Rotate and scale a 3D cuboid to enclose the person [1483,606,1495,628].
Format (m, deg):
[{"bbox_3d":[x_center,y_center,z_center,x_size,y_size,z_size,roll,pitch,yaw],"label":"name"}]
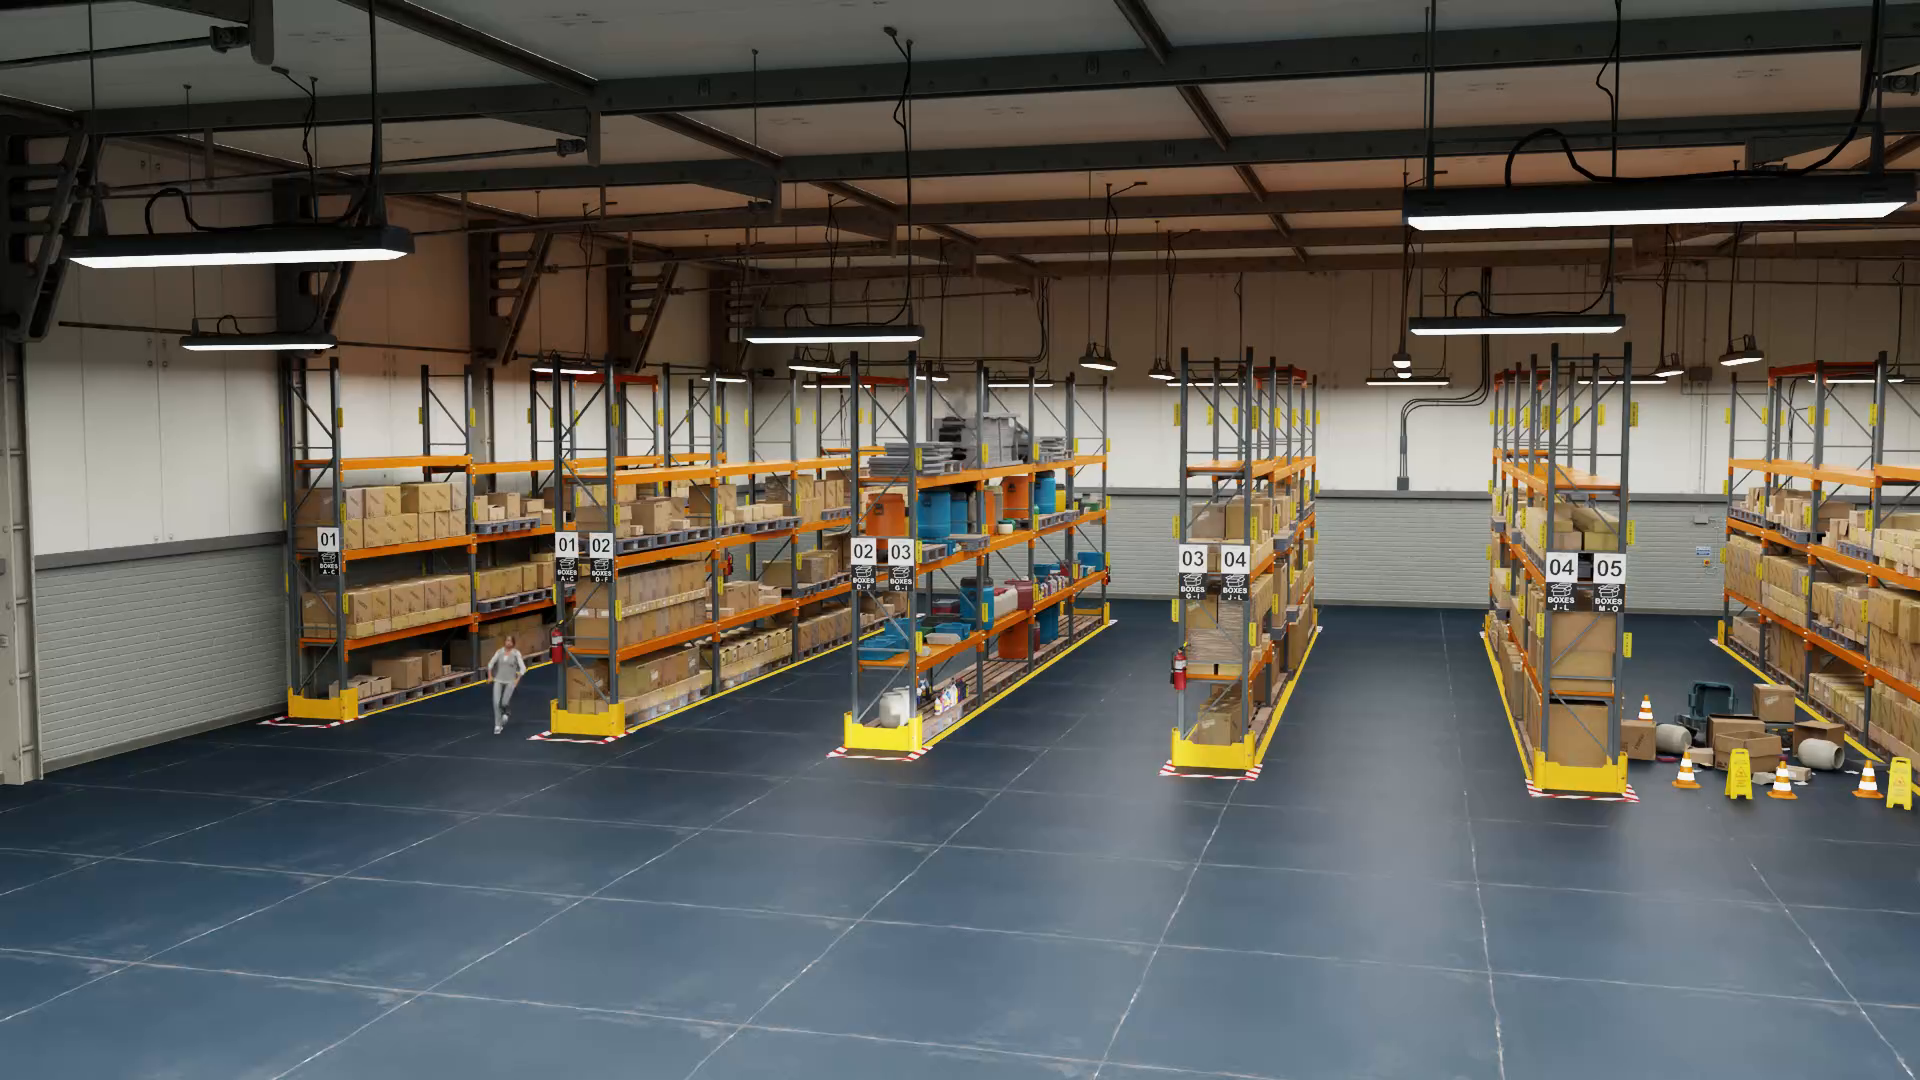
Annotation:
[{"bbox_3d":[12.781,1.333,39.131,0.858,1.561,0.583,1,4,18],"label":"person"}]

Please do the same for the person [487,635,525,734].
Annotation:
[{"bbox_3d":[-7.265,2.293,26.587,0.598,1.556,0.515,0,4,1],"label":"person"}]
